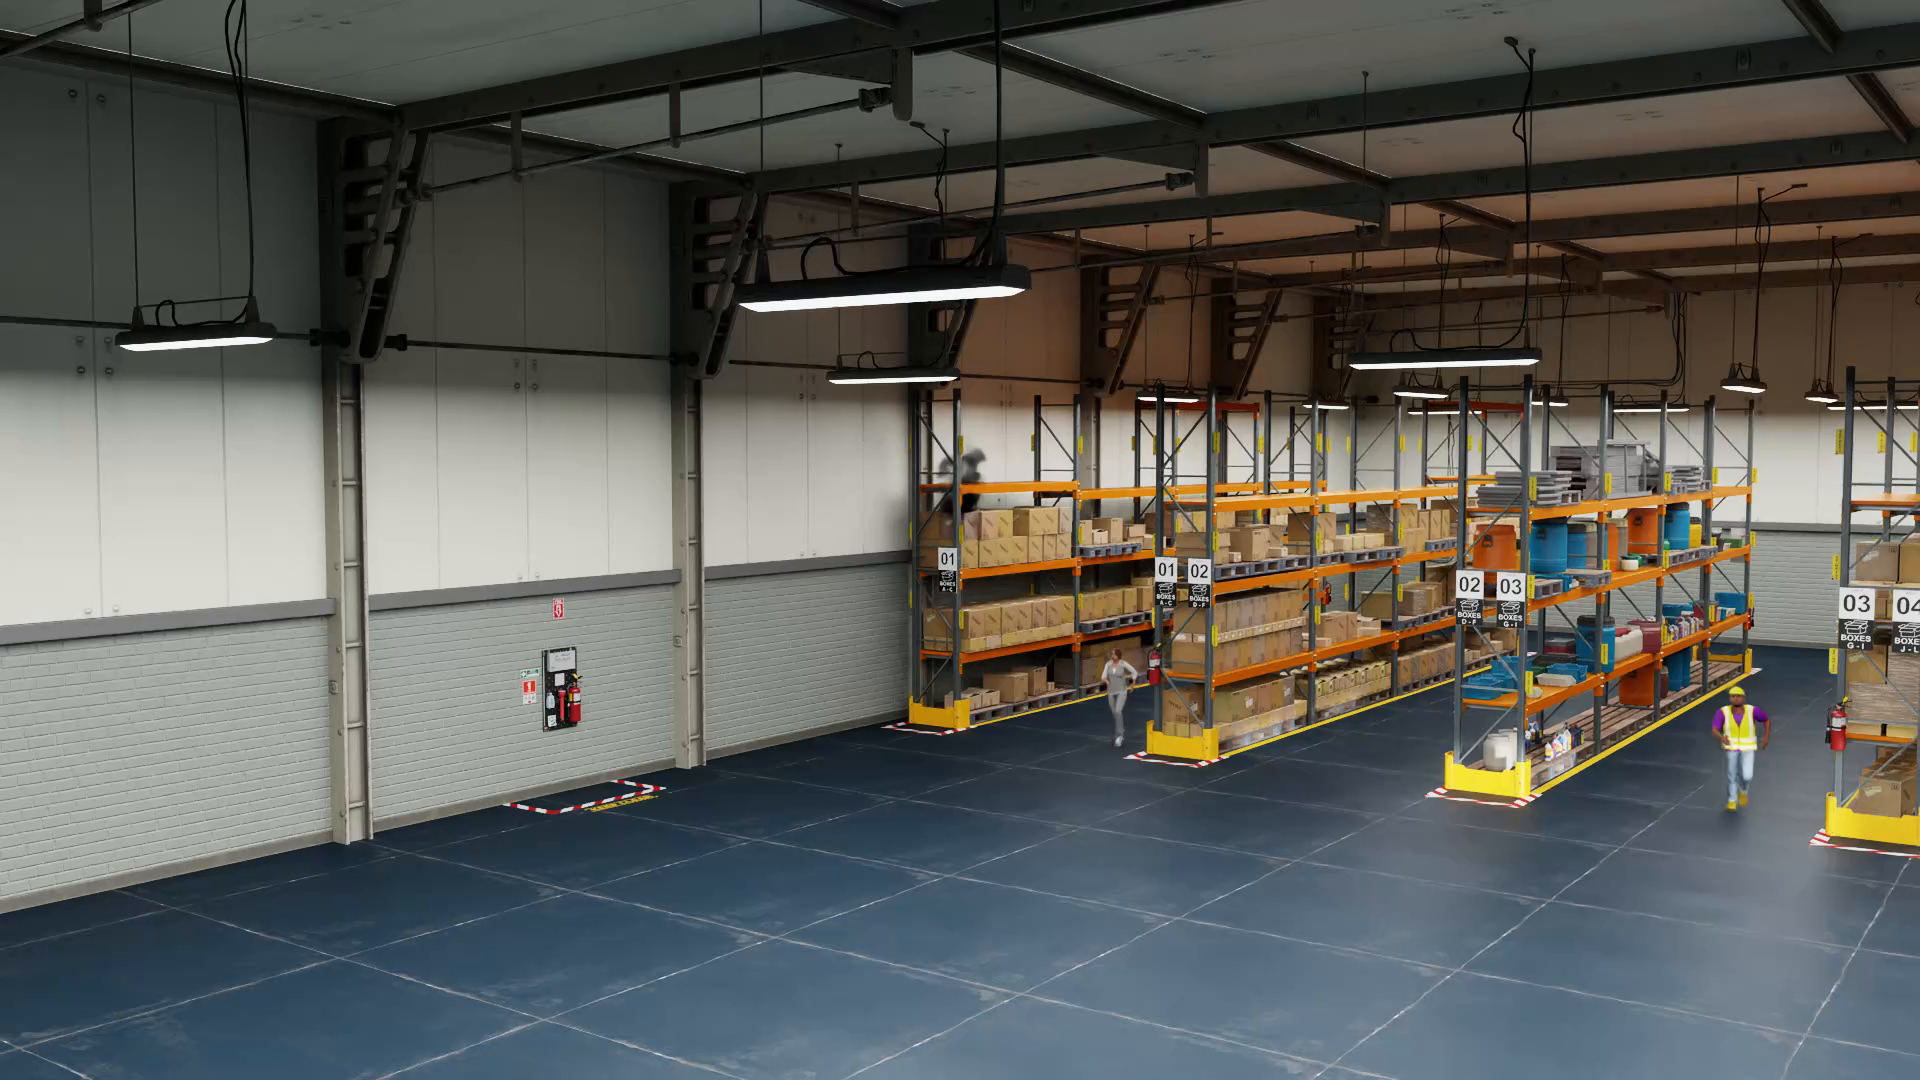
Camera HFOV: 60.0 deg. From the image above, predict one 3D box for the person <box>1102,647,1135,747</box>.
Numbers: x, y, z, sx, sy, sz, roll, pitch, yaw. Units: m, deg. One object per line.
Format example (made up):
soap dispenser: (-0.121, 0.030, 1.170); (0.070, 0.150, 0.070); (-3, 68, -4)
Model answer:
person: (2.072, 2.490, 30.081); (3.650, 1.654, 4.030); (2, 4, 28)

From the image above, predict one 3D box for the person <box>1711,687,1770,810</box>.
person: (10.590, 2.844, 22.576); (0.726, 1.714, 0.743); (2, 4, 26)
